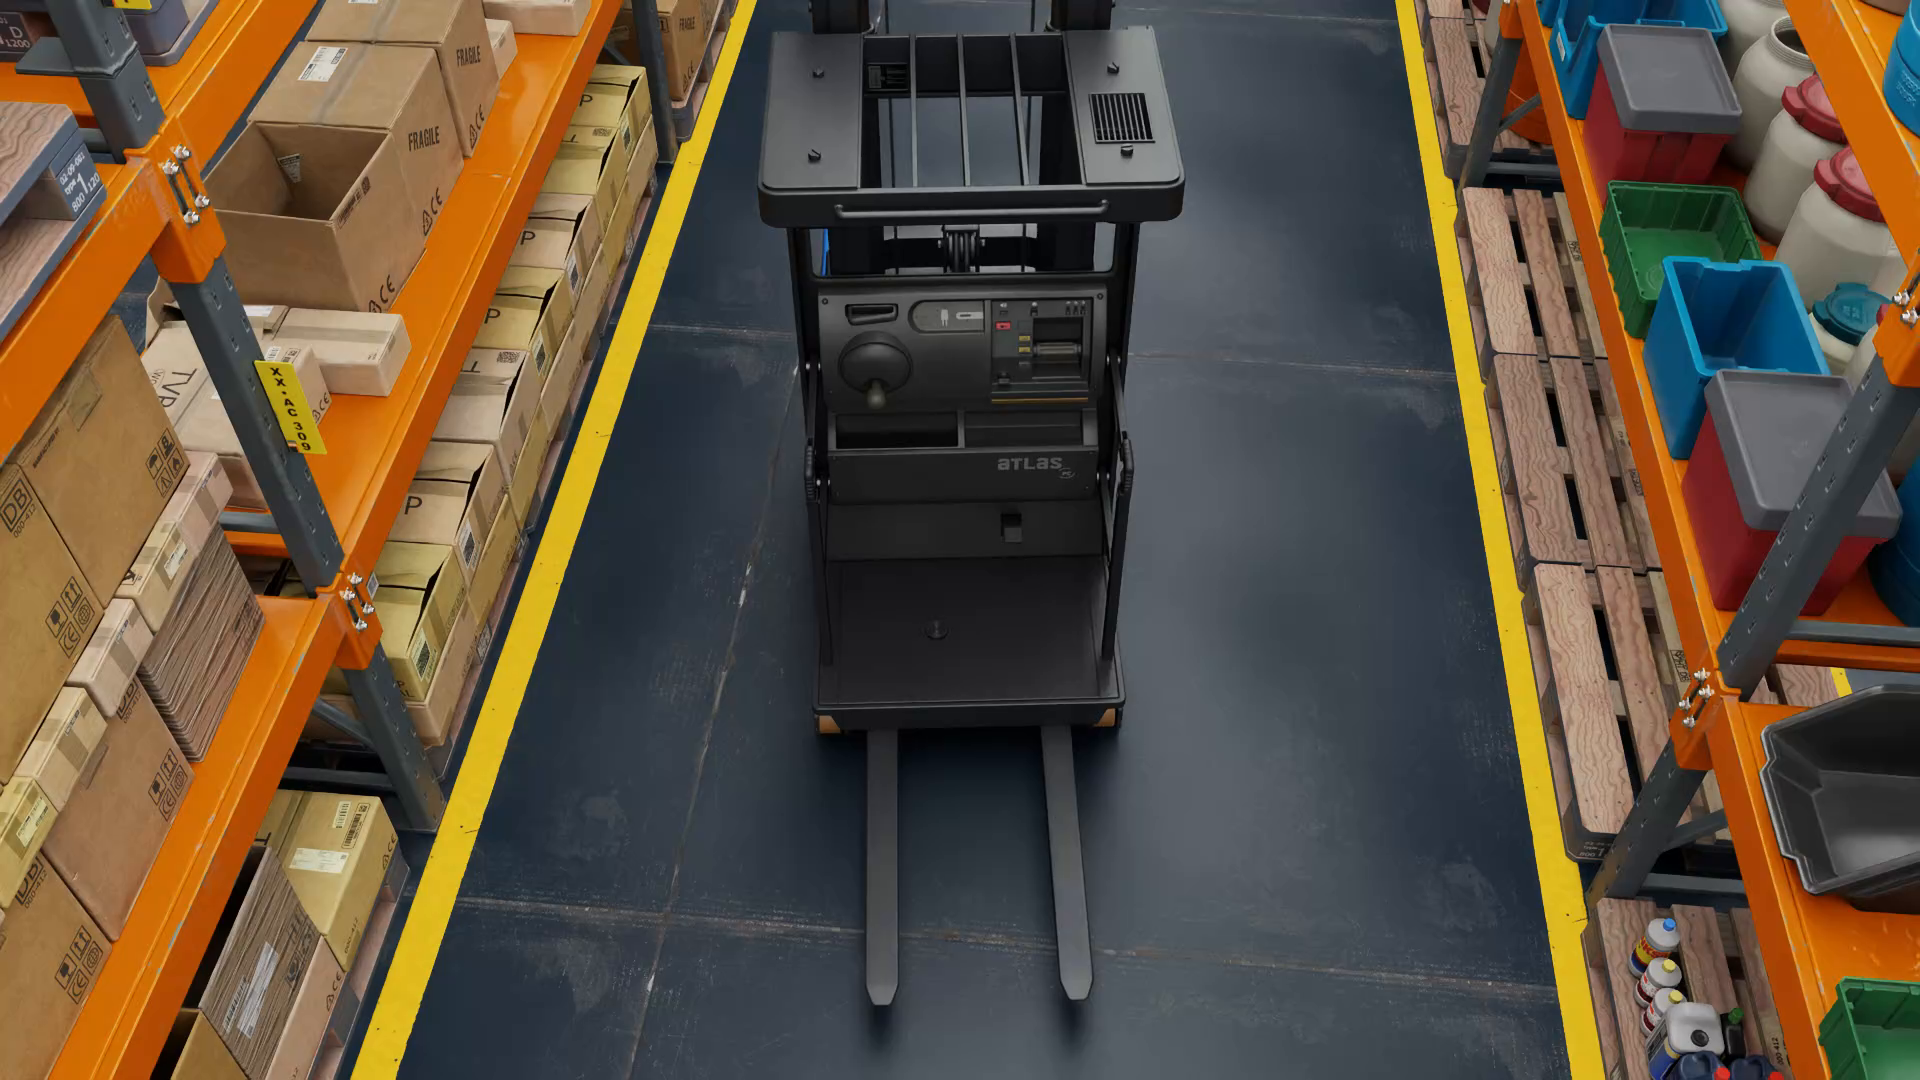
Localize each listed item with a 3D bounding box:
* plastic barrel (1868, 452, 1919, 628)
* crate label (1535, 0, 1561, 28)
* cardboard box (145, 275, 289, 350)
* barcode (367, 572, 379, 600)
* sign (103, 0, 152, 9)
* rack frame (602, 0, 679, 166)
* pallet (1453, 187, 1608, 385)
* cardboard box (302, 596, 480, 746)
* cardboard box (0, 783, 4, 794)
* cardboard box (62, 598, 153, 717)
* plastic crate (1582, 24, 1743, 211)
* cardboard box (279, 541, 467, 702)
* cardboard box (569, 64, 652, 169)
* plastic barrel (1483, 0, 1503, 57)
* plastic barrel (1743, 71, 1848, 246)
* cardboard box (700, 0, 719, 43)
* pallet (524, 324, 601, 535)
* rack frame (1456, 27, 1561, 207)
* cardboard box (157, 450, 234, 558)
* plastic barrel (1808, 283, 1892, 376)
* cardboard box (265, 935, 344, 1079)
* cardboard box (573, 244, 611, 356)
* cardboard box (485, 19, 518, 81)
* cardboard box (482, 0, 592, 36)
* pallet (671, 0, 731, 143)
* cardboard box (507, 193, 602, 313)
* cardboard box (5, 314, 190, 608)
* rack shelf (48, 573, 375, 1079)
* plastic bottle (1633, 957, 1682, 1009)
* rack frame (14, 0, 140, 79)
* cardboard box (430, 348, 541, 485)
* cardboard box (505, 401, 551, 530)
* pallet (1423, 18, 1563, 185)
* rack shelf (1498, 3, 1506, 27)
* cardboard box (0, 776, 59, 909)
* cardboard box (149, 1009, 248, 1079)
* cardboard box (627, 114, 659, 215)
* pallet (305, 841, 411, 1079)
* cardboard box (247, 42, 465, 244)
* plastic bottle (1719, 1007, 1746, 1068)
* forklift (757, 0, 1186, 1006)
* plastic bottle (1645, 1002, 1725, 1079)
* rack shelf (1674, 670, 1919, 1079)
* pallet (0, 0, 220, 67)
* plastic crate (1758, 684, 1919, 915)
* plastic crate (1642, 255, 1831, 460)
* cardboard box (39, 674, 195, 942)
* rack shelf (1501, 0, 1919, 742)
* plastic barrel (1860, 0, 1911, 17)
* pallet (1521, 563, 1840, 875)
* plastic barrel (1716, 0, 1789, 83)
[{"bbox_3d":[2.950,-0.161,4.525,0.600,0.901,0.708,4,48,4],"label":"plastic barrel"},{"bbox_3d":[2.566,-2.327,6.959,0.303,0.233,0.416,4,48,4],"label":"crate label"},{"bbox_3d":[-2.422,-0.677,5.428,0.396,0.266,0.258,3,48,3],"label":"cardboard box"},{"bbox_3d":[-1.882,0.147,5.328,0.001,0.075,0.075,4,48,4],"label":"barcode"},{"bbox_3d":[-1.767,-1.242,3.416,0.100,0.325,0.005,4,48,4],"label":"sign"},{"bbox_3d":[-1.955,-3.004,7.464,1.000,3.000,0.127,4,48,4],"label":"rack frame"},{"bbox_3d":[2.868,-1.160,7.668,1.003,0.211,1.213,4,48,4],"label":"pallet"},{"bbox_3d":[-2.036,0.442,5.891,0.500,0.250,0.500,3,48,3],"label":"cardboard box"},{"bbox_3d":[-2.445,0.530,3.286,0.700,0.500,0.500,4,48,4],"label":"cardboard box"},{"bbox_3d":[-2.177,0.272,3.962,0.380,0.149,0.250,3,48,2],"label":"cardboard box"},{"bbox_3d":[2.525,-1.522,6.066,0.402,0.464,0.583,4,48,4],"label":"plastic crate"},{"bbox_3d":[-2.034,0.246,5.691,0.500,0.311,0.500,4,48,4],"label":"cardboard box"},{"bbox_3d":[-1.758,-2.005,7.750,0.500,0.311,0.500,5,48,5],"label":"cardboard box"},{"bbox_3d":[2.967,-2.751,8.635,0.421,0.512,0.421,0,48,0],"label":"plastic barrel"},{"bbox_3d":[3.025,-1.320,5.832,0.433,0.535,0.433,0,48,0],"label":"plastic barrel"},{"bbox_3d":[-1.587,-3.009,8.865,0.500,0.500,0.500,2,48,2],"label":"cardboard box"},{"bbox_3d":[-2.183,-0.566,7.125,1.003,0.211,1.213,4,48,4],"label":"pallet"},{"bbox_3d":[2.977,-2.668,7.157,1.000,3.000,0.127,4,48,4],"label":"rack frame"},{"bbox_3d":[-2.131,-0.103,4.304,0.380,0.149,0.250,4,48,3],"label":"cardboard box"},{"bbox_3d":[2.886,-0.644,5.400,0.301,0.262,0.301,0,48,0],"label":"plastic barrel"},{"bbox_3d":[-2.200,1.444,4.975,0.500,0.250,0.500,4,48,4],"label":"cardboard box"},{"bbox_3d":[-1.852,-1.066,7.271,0.500,0.250,0.500,5,48,4],"label":"cardboard box"},{"bbox_3d":[-2.015,-1.978,6.696,0.380,0.149,0.250,7,48,6],"label":"cardboard box"},{"bbox_3d":[-1.762,-2.239,6.936,0.380,0.149,0.250,4,48,4],"label":"cardboard box"},{"bbox_3d":[-1.849,-2.609,8.993,1.003,0.211,1.213,4,48,4],"label":"pallet"},{"bbox_3d":[-1.847,-1.252,7.061,0.500,0.311,0.500,4,48,3],"label":"cardboard box"},{"bbox_3d":[-2.354,-0.209,3.962,0.700,0.500,0.500,4,48,4],"label":"cardboard box"},{"bbox_3d":[-2.502,1.648,3.697,1.077,0.370,4.000,4,48,4],"label":"rack shelf"},{"bbox_3d":[2.138,1.347,5.084,0.097,0.201,0.097,0,48,0],"label":"plastic bottle"},{"bbox_3d":[-2.320,-2.089,2.562,1.000,3.000,0.127,4,48,4],"label":"rack frame"},{"bbox_3d":[-1.937,-0.502,6.375,0.500,0.311,0.500,2,48,2],"label":"cardboard box"},{"bbox_3d":[-1.944,-0.314,6.583,0.500,0.250,0.500,3,48,2],"label":"cardboard box"},{"bbox_3d":[3.008,-2.309,8.719,1.003,0.211,1.213,4,48,4],"label":"pallet"},{"bbox_3d":[3.160,-3.895,8.767,1.077,0.370,4.000,4,48,4],"label":"rack shelf"},{"bbox_3d":[-2.226,0.645,3.620,0.380,0.149,0.250,4,48,3],"label":"cardboard box"},{"bbox_3d":[-2.243,1.559,4.362,0.500,0.500,0.500,4,48,4],"label":"cardboard box"},{"bbox_3d":[-1.760,-1.814,7.955,0.500,0.250,0.500,5,48,4],"label":"cardboard box"},{"bbox_3d":[-2.434,1.458,5.273,1.003,0.211,1.213,4,48,4],"label":"pallet"},{"bbox_3d":[-2.140,-1.416,5.945,0.500,0.500,0.500,4,48,4],"label":"cardboard box"},{"bbox_3d":[2.251,1.491,4.896,0.061,0.283,0.133,4,48,4],"label":"plastic bottle"},{"bbox_3d":[0.018,-0.527,5.245,1.130,2.935,3.031,-1,48,-1],"label":"forklift"},{"bbox_3d":[2.145,1.487,4.905,0.152,0.276,0.135,5,48,5],"label":"plastic bottle"},{"bbox_3d":[2.431,1.984,3.390,1.077,0.370,4.000,4,48,4],"label":"rack shelf"},{"bbox_3d":[-2.252,-1.661,4.333,0.805,0.209,1.217,2,48,2],"label":"pallet"},{"bbox_3d":[2.438,0.669,4.148,0.767,0.338,0.504,4,48,4],"label":"plastic crate"},{"bbox_3d":[2.404,-0.554,5.235,0.392,0.384,0.575,4,48,4],"label":"plastic crate"},{"bbox_3d":[-2.395,0.617,4.086,0.700,0.500,0.500,3,48,3],"label":"cardboard box"},{"bbox_3d":[2.795,-0.955,6.078,1.077,0.370,4.000,4,48,4],"label":"rack shelf"},{"bbox_3d":[2.503,-1.779,3.972,0.600,0.901,0.600,0,48,0],"label":"plastic barrel"},{"bbox_3d":[2.646,0.633,6.028,1.003,0.211,1.213,4,48,4],"label":"pallet"},{"bbox_3d":[3.096,-1.935,6.411,0.421,0.512,0.421,0,48,0],"label":"plastic barrel"}]
